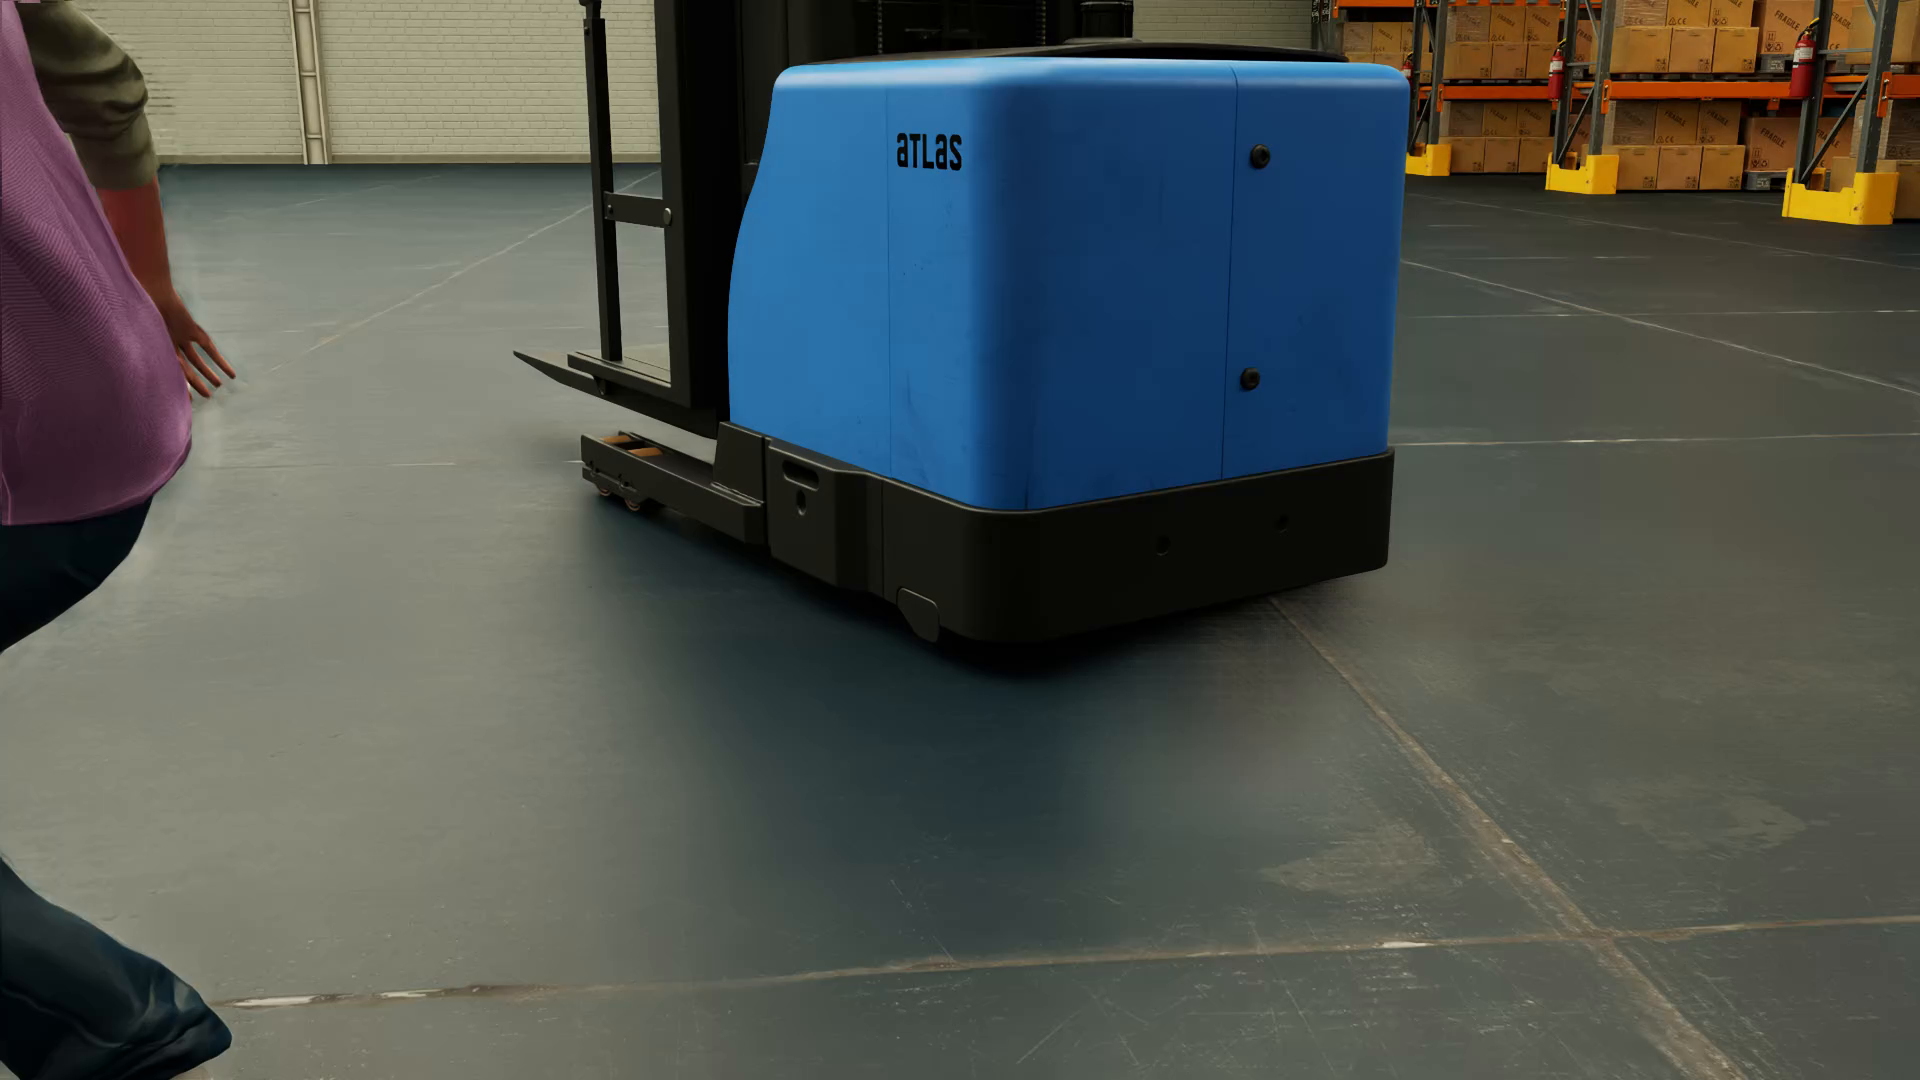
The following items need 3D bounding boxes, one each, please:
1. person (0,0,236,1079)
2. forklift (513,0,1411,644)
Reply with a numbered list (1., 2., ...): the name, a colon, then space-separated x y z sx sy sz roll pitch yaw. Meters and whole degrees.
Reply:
1. person: -1.075 -0.087 1.528 0.688 1.423 0.636 -4 15 -14
2. forklift: -0.337 -1.547 4.055 1.130 2.935 3.031 -10 18 -32
